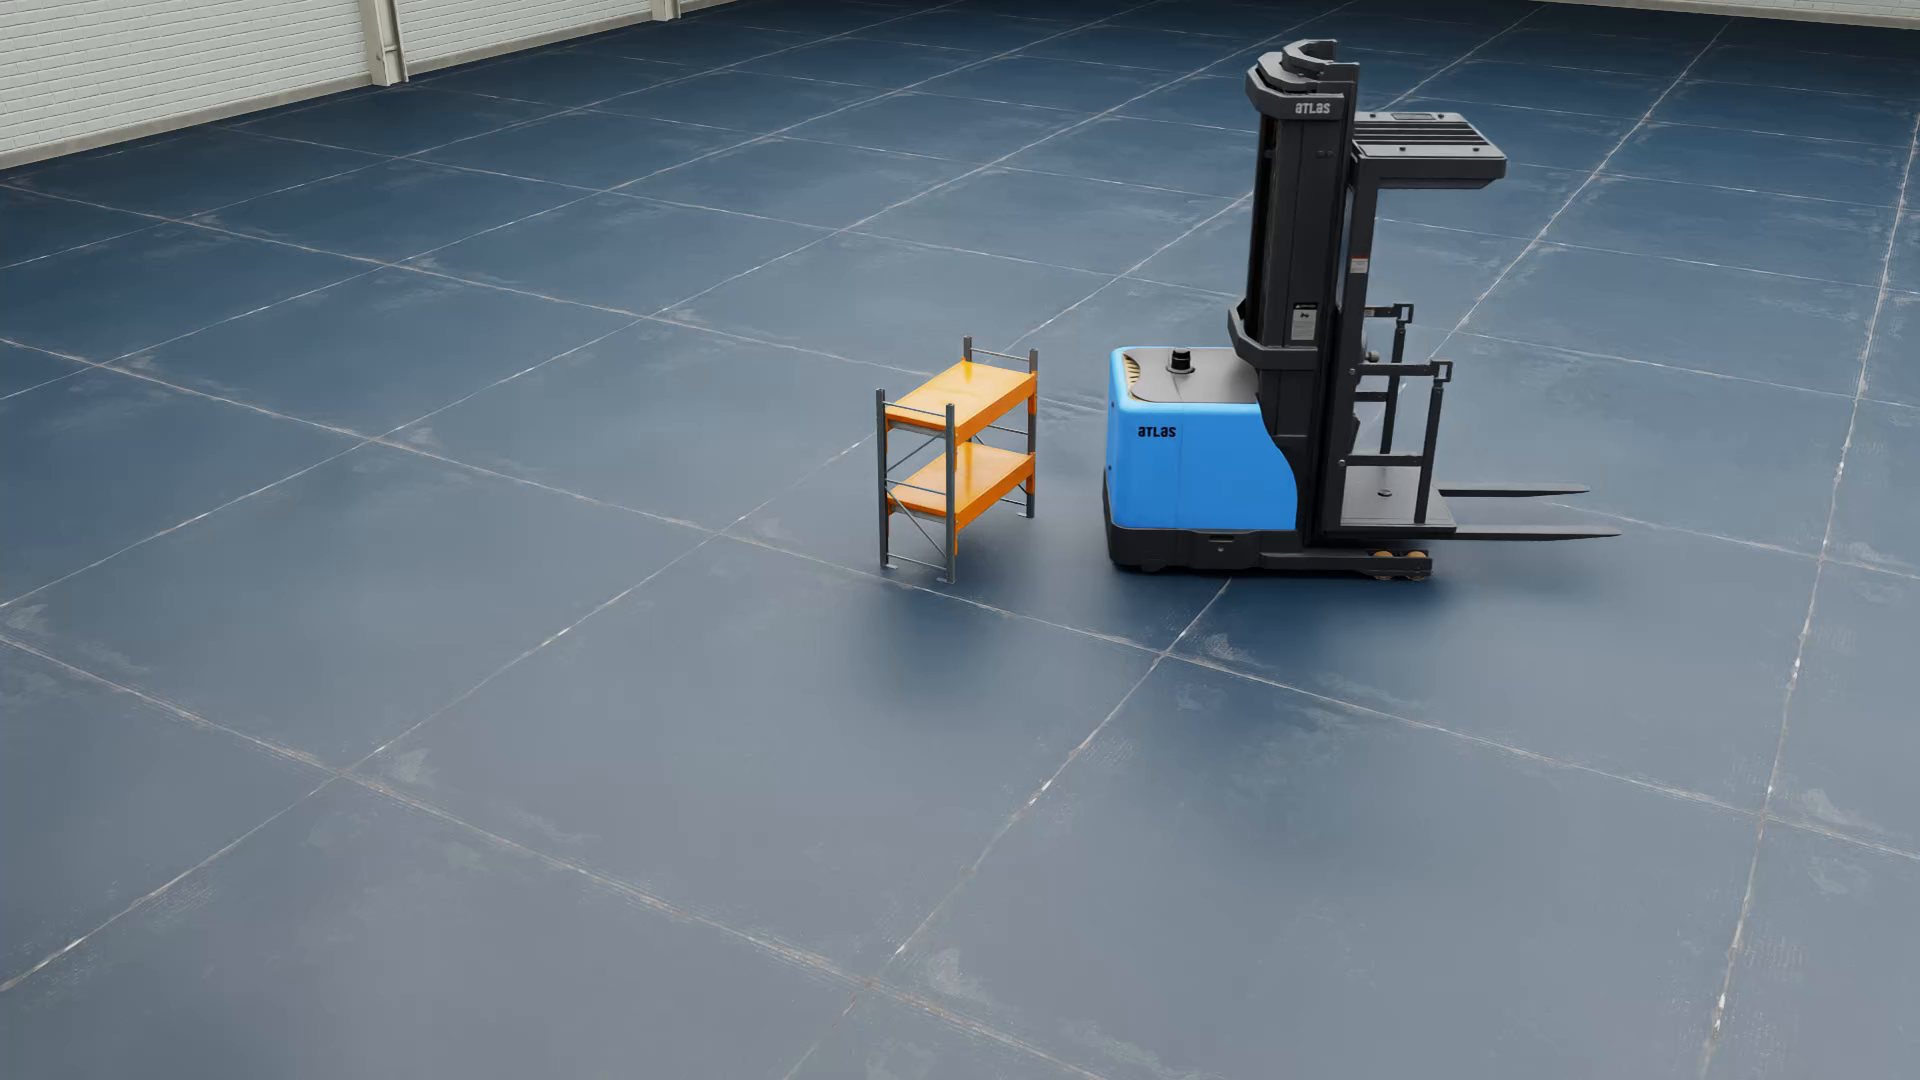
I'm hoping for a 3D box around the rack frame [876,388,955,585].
[{"bbox_3d":[-0.253,-0.302,9.597,0.500,1.125,0.032,14,30,26],"label":"rack frame"}]

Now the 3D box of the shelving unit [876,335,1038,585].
[{"bbox_3d":[-0.003,-0.500,9.993,0.538,1.125,1.048,14,30,26],"label":"shelving unit"}]

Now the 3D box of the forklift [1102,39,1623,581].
[{"bbox_3d":[2.414,-1.315,9.602,3.031,2.935,1.130,1,27,1],"label":"forklift"}]

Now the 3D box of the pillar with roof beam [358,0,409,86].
[{"bbox_3d":[-4.051,-9.336,18.848,9.100,9.000,0.400,14,30,26],"label":"pillar with roof beam"}]

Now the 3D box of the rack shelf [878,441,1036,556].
[{"bbox_3d":[-0.003,-0.282,10.102,0.538,0.278,1.000,14,30,26],"label":"rack shelf"}]

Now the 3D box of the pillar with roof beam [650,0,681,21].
[{"bbox_3d":[-1.100,-11.674,23.519,9.100,9.000,0.400,14,30,26],"label":"pillar with roof beam"}]

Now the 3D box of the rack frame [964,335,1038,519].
[{"bbox_3d":[0.247,-0.698,10.389,0.500,1.125,0.032,14,30,26],"label":"rack frame"}]

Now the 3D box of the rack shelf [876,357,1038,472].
[{"bbox_3d":[-0.003,-0.762,9.862,0.538,0.278,1.000,14,30,26],"label":"rack shelf"}]
